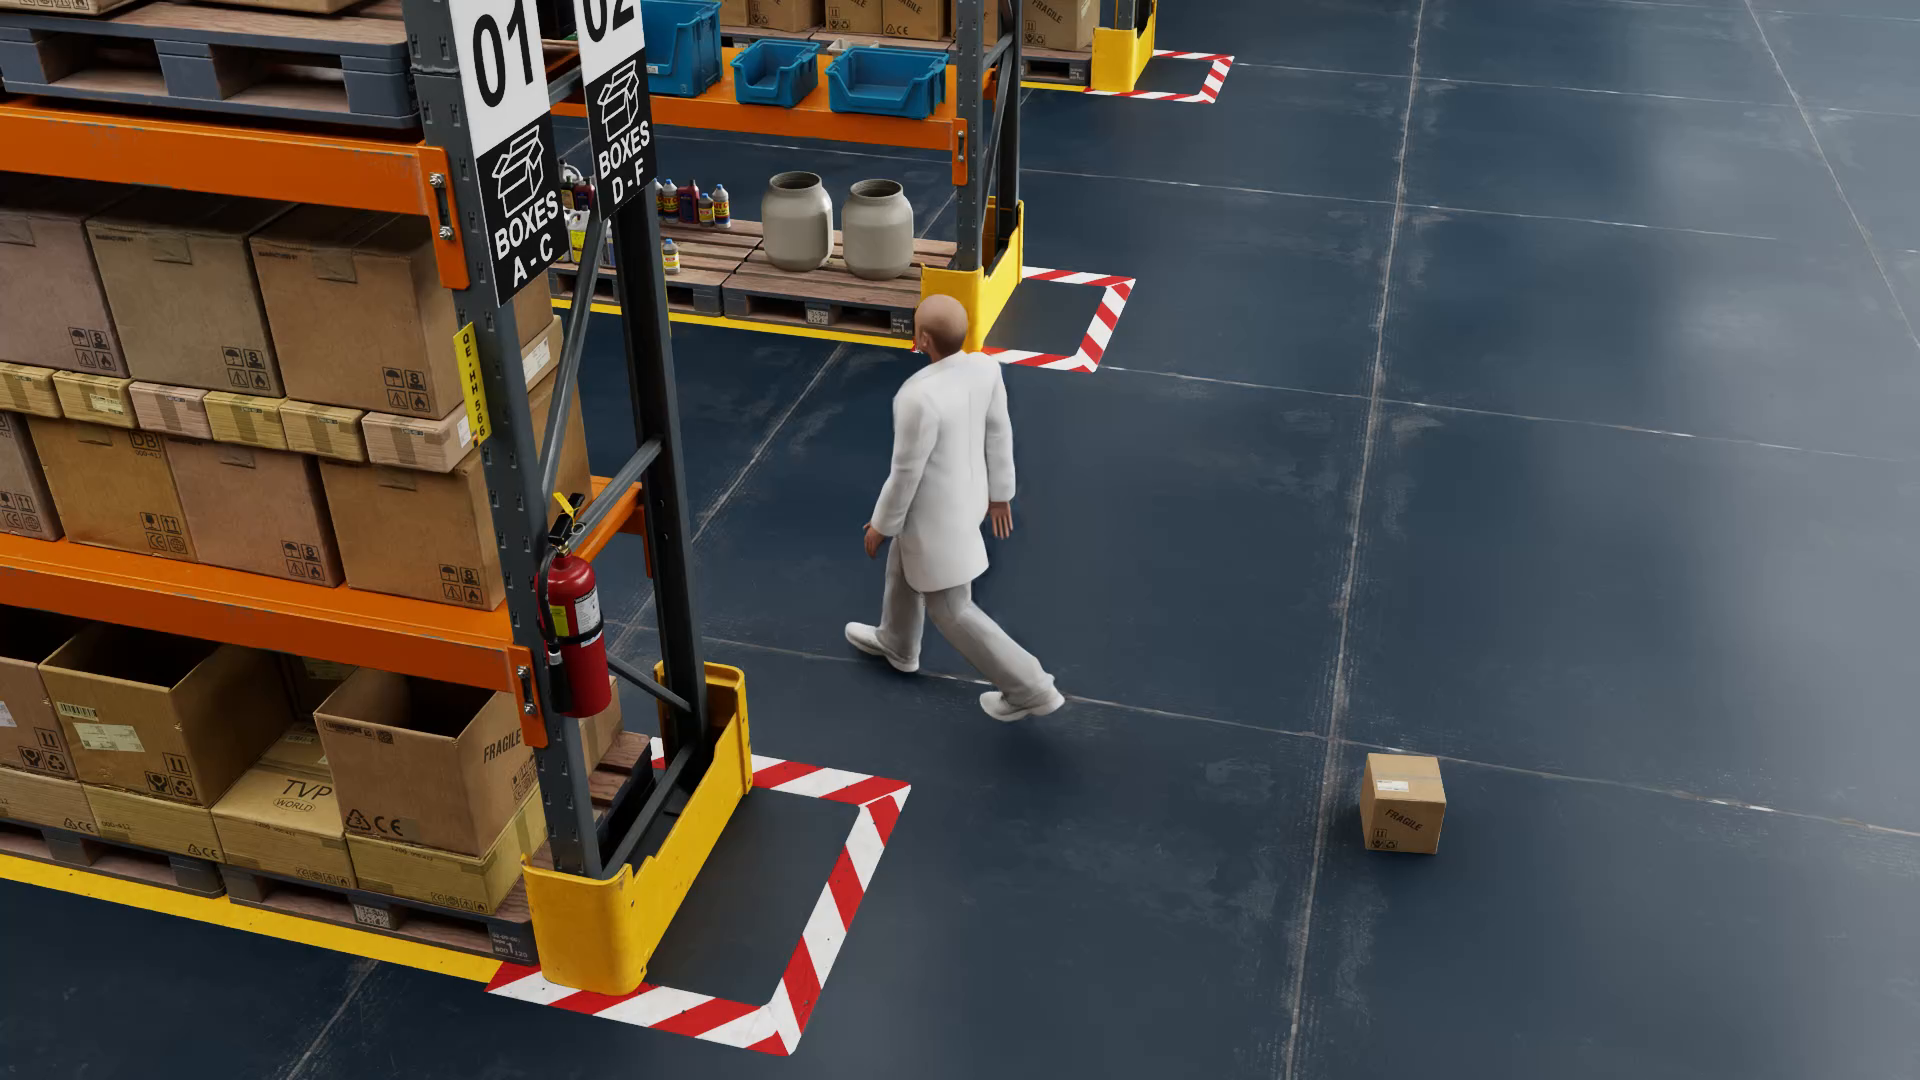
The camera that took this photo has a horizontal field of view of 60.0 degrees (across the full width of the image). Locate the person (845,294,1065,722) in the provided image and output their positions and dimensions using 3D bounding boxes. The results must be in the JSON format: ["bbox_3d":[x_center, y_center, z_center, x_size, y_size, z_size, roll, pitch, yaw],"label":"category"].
[{"bbox_3d":[-0.042,-0.114,6.332,1.110,1.733,0.583,17,36,25],"label":"person"}]
